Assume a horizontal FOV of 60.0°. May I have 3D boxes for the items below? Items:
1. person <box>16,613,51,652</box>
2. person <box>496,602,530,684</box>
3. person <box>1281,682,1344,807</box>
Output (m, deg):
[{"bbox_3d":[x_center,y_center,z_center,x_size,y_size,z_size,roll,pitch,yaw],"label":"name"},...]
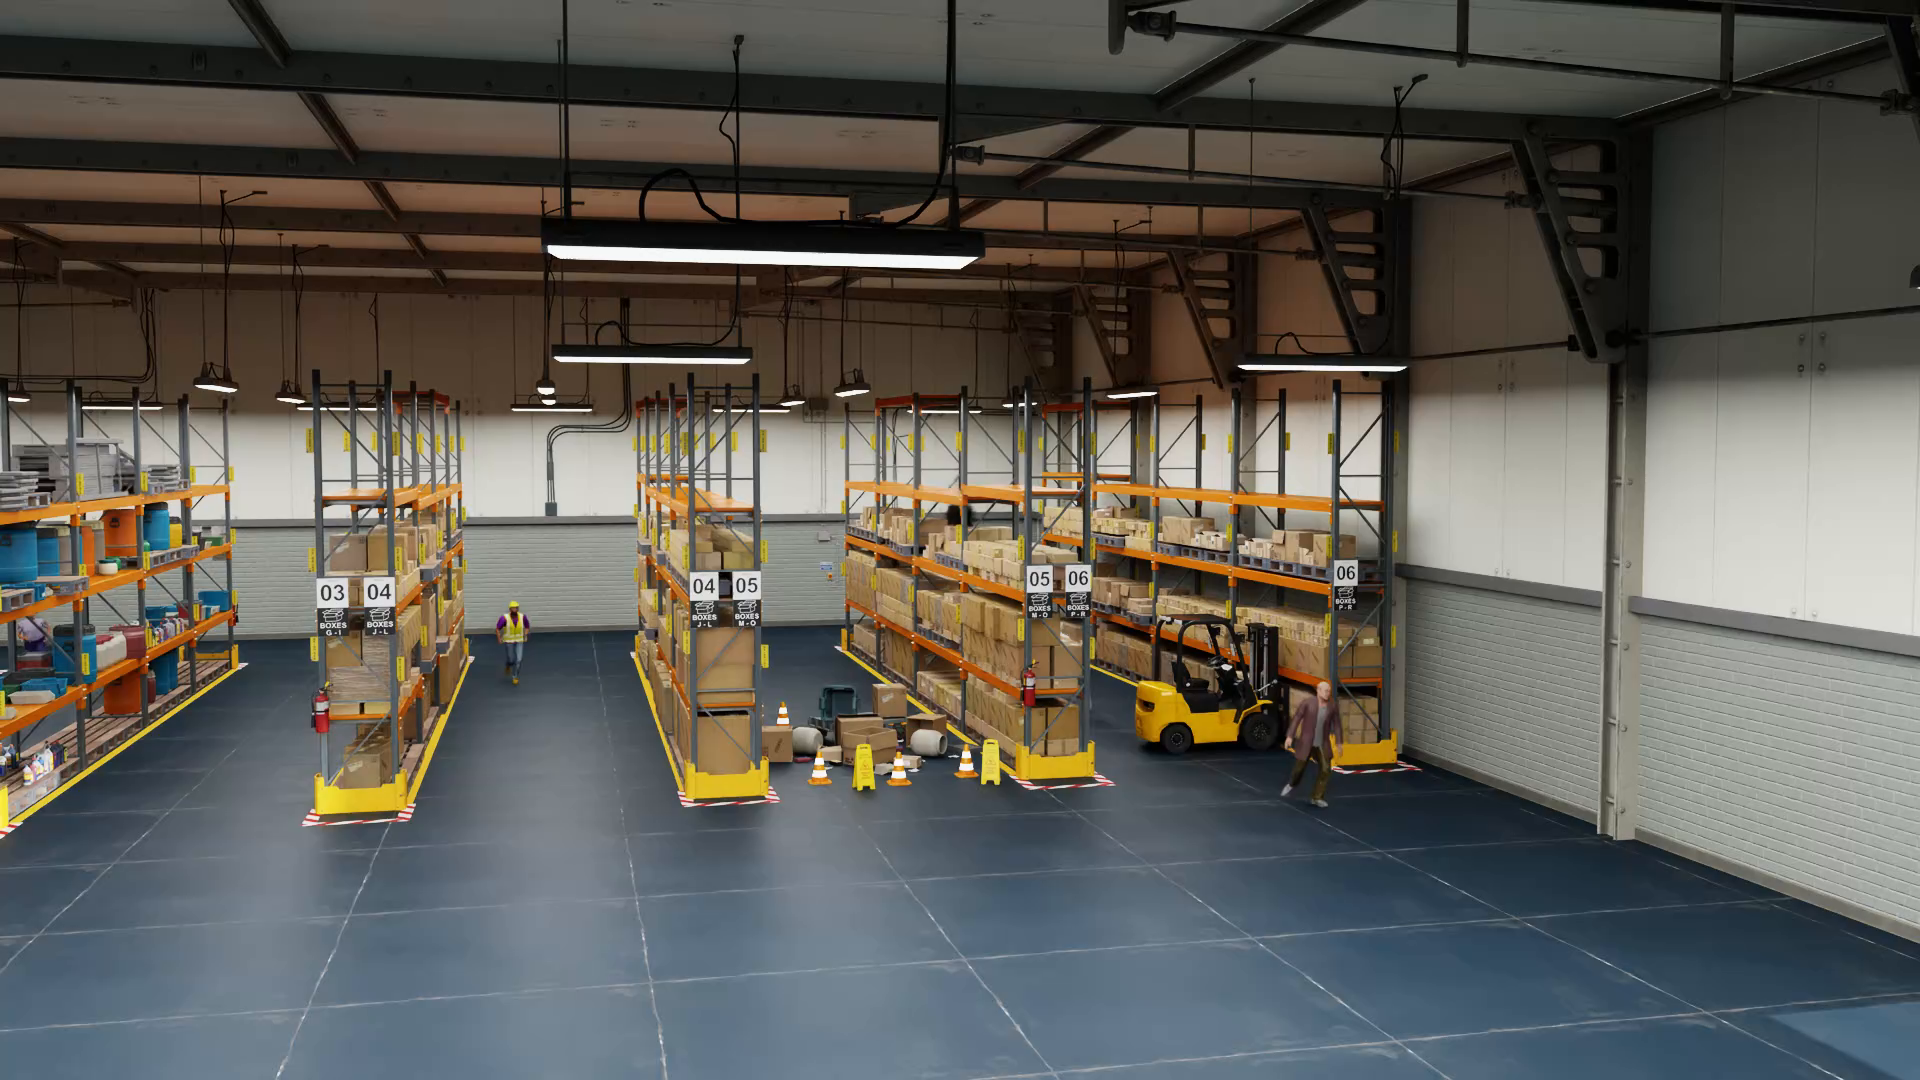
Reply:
[{"bbox_3d":[-19.323,2.217,34.662,0.616,1.629,0.781,-1,4,-24],"label":"person"},{"bbox_3d":[-9.388,2.140,34.961,0.715,1.719,0.643,-2,4,-27],"label":"person"},{"bbox_3d":[4.883,2.801,23.128,0.786,1.721,0.826,-1,3,-9],"label":"person"}]
